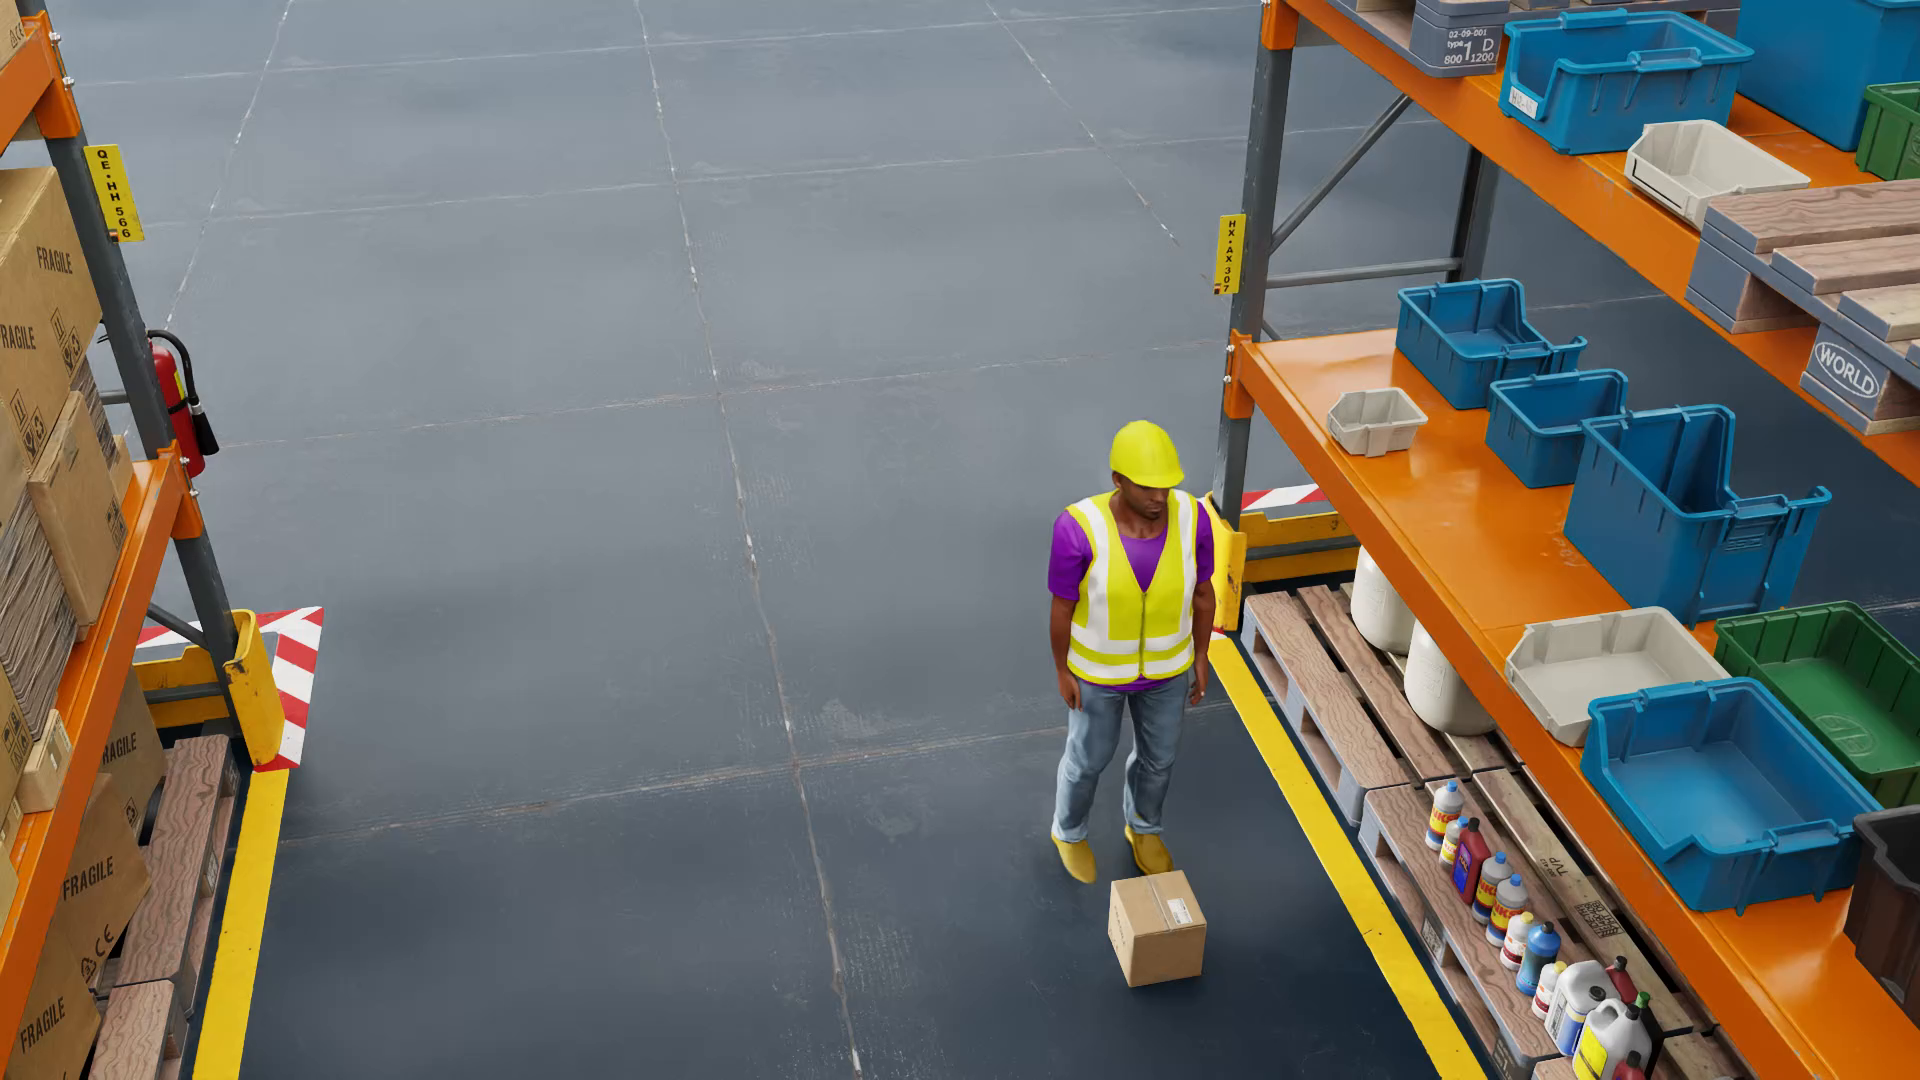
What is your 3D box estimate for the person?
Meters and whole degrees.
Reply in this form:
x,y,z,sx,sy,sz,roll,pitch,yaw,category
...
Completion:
x,y,z,sx,sy,sz,roll,pitch,yaw,category
0.571,0.417,5.539,0.563,1.793,0.373,-6,35,-9,person
